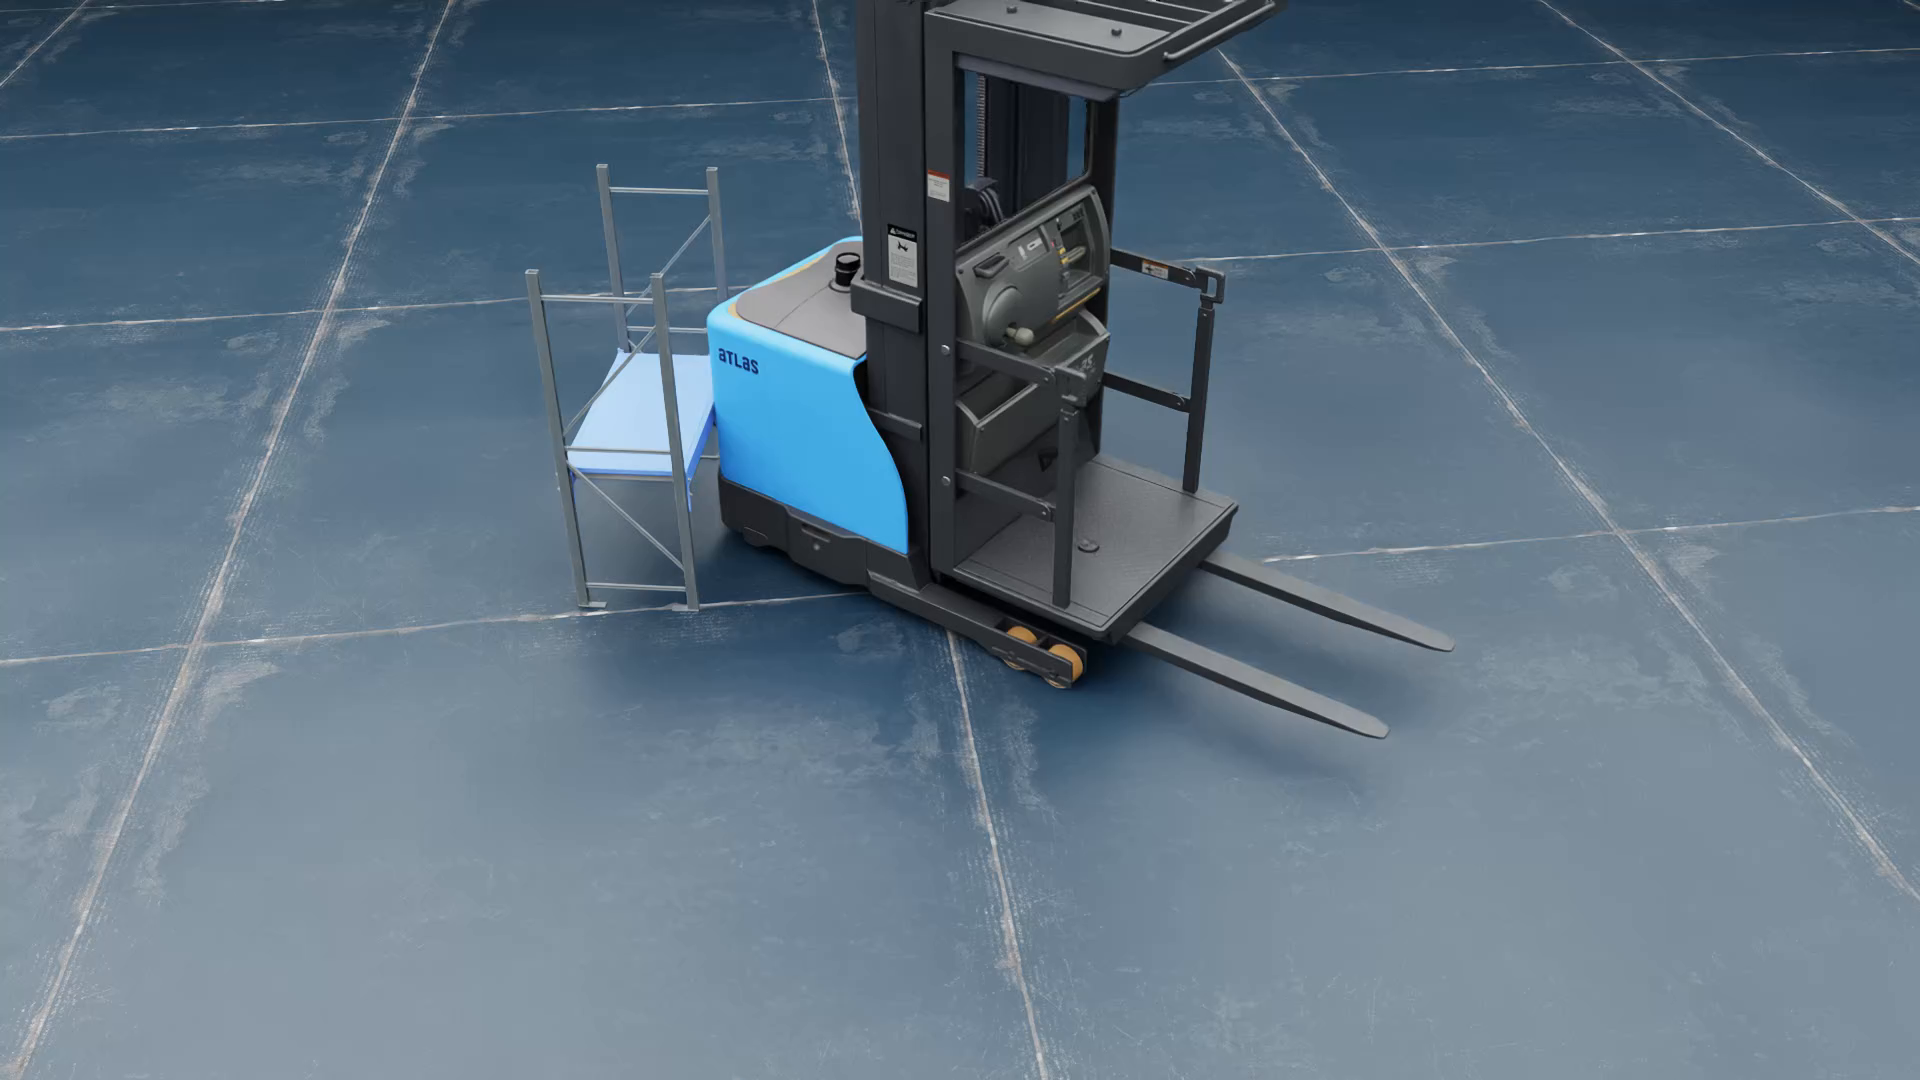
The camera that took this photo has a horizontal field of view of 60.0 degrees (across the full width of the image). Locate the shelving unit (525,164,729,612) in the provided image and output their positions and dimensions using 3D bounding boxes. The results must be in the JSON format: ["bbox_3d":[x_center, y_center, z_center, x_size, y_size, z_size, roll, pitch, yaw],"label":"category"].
[{"bbox_3d":[-1.283,-0.627,6.839,0.538,1.500,1.048,2,34,3],"label":"shelving unit"}]

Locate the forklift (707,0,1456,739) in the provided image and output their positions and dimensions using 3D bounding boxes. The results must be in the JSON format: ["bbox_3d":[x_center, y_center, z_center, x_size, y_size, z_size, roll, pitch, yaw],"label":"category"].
[{"bbox_3d":[0.453,-0.981,6.087,3.031,2.935,1.130,22,40,29],"label":"forklift"}]

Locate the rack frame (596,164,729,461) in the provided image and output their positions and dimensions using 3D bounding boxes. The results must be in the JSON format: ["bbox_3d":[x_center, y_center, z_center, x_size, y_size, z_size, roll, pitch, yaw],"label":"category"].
[{"bbox_3d":[-1.246,-0.913,7.258,0.500,1.500,0.032,2,34,3],"label":"rack frame"}]

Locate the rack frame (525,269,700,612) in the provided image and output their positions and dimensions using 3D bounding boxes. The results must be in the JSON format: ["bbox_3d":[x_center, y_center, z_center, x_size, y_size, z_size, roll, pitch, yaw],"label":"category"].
[{"bbox_3d":[-1.319,-0.342,6.420,0.500,1.500,0.032,2,34,3],"label":"rack frame"}]

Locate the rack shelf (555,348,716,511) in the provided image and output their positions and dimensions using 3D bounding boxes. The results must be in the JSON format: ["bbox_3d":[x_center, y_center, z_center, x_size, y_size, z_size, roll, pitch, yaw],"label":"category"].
[{"bbox_3d":[-1.283,-0.479,6.940,0.538,0.185,1.000,2,34,3],"label":"rack shelf"}]
